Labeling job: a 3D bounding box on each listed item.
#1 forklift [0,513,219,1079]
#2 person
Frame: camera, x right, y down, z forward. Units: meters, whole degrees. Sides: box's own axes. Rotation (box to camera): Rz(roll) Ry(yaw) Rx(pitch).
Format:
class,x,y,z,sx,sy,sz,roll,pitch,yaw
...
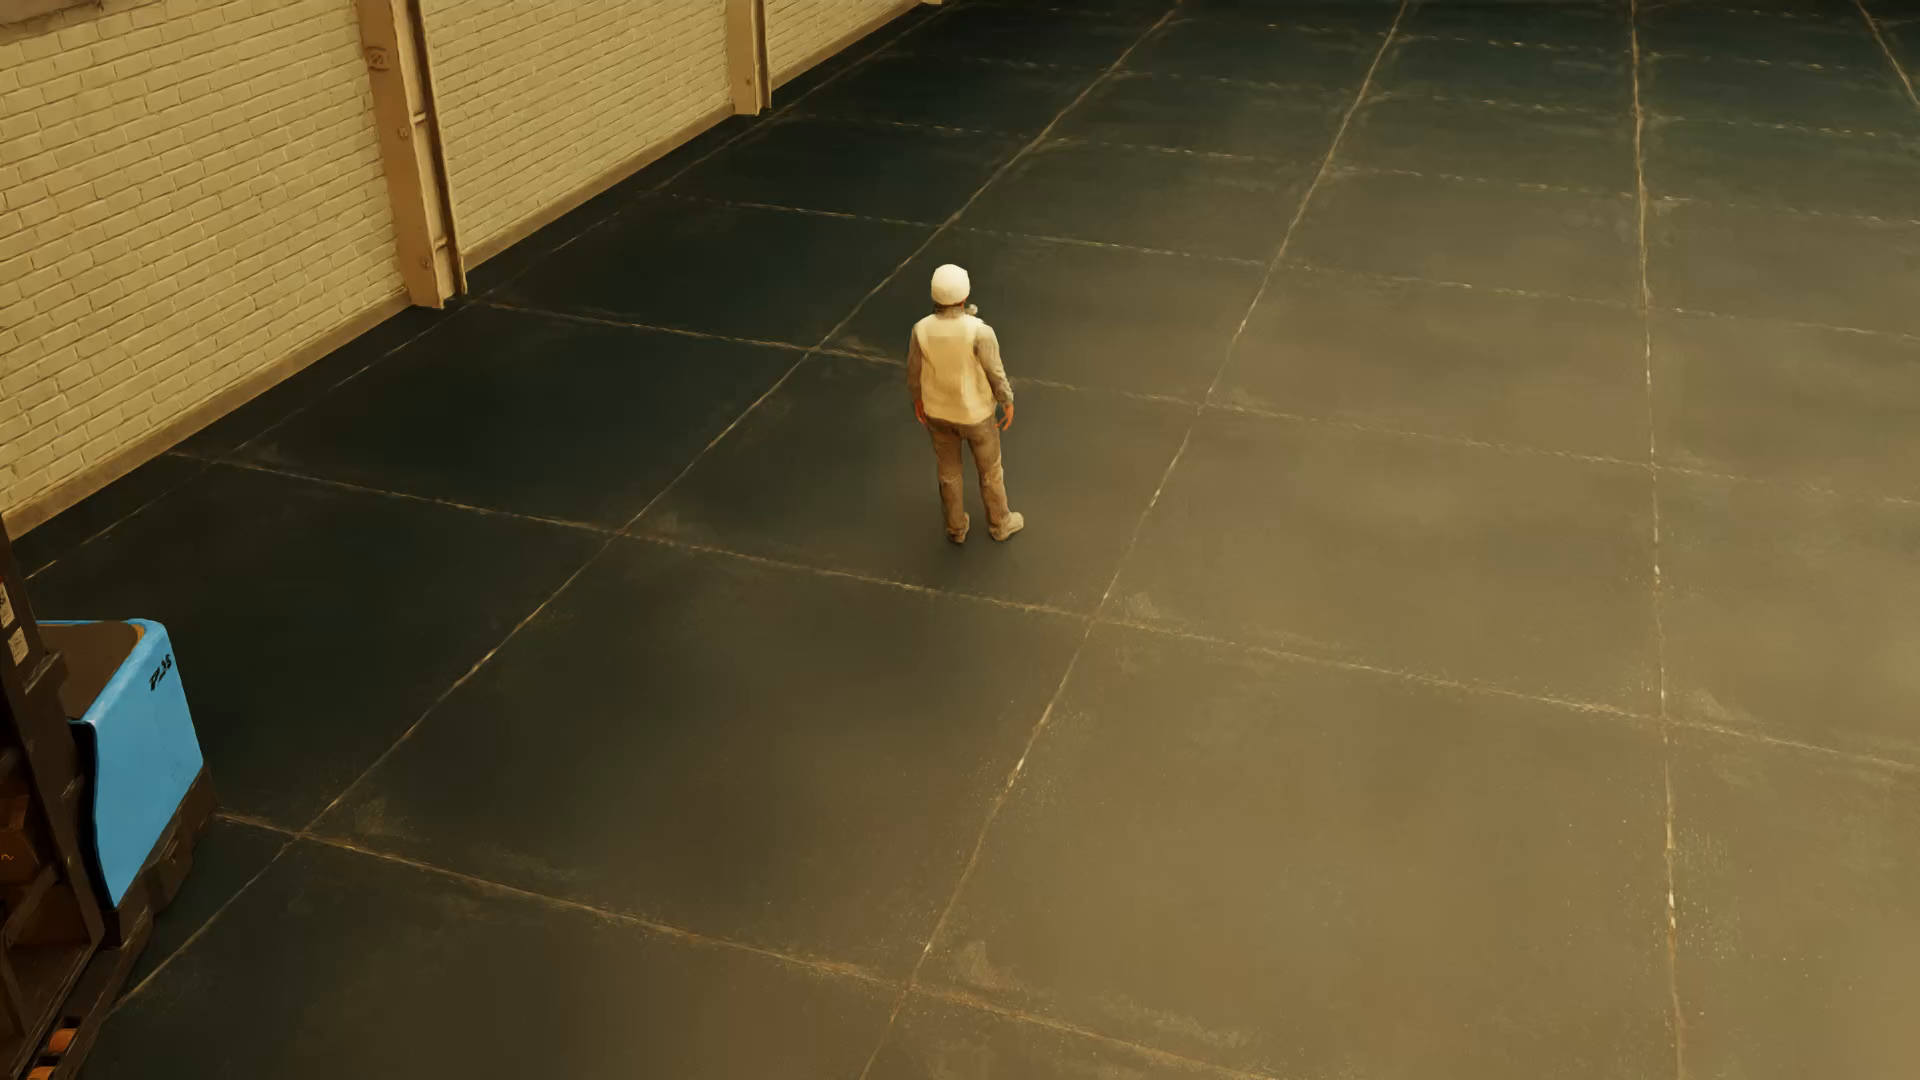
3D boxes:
class,x,y,z,sx,sy,sz,roll,pitch,yaw
forklift,-3.966,0.738,5.842,1.130,2.935,3.031,-1,30,-1
person,0.029,-0.806,9.704,0.632,1.773,0.563,10,31,16
